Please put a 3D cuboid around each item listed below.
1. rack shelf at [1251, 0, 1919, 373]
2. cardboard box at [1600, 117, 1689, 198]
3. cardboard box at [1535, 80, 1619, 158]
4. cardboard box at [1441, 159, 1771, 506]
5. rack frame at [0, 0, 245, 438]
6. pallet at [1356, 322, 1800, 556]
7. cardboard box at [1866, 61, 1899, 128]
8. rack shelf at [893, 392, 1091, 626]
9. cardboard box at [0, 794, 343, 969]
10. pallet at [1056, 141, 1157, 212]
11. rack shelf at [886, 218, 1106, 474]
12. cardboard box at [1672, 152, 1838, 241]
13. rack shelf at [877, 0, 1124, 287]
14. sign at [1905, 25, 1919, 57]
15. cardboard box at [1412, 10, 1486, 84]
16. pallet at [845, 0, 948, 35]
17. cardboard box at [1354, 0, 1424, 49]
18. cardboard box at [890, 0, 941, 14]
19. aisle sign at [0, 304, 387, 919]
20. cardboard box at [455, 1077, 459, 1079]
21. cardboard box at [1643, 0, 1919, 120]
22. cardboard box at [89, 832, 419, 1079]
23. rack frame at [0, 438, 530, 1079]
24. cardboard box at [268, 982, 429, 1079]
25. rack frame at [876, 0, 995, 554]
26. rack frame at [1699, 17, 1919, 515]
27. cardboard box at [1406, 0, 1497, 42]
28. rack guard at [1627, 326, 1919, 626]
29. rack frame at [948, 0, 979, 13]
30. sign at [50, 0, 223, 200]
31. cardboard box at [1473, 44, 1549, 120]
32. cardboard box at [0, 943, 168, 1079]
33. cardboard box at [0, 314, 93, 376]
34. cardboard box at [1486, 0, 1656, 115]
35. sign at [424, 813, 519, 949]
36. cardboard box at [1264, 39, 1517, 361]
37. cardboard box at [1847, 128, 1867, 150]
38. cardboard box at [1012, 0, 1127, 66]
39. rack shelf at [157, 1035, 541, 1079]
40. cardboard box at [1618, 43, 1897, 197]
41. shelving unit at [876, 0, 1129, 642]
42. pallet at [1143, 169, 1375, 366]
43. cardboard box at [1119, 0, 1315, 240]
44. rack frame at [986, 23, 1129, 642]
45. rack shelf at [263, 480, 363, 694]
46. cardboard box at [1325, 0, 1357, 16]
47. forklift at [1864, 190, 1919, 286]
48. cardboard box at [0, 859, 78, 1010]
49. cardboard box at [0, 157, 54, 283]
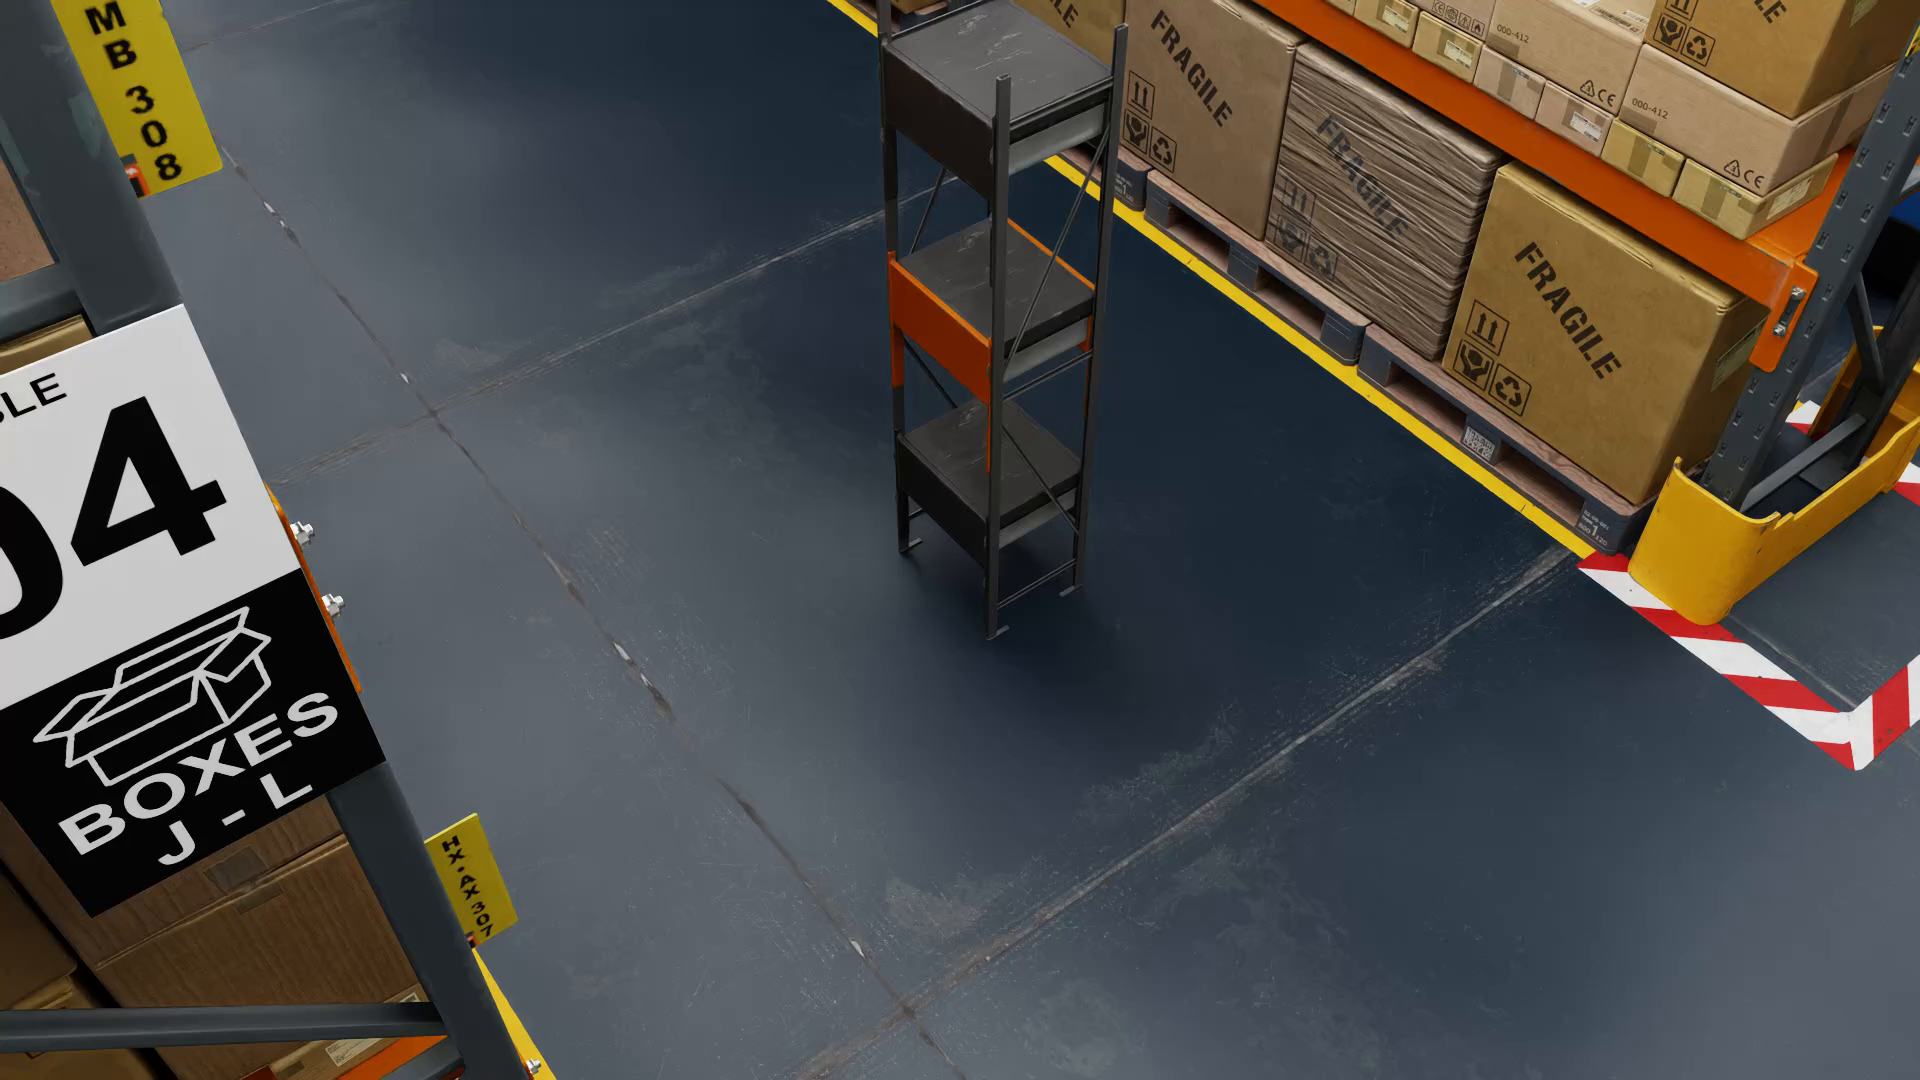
[{"bbox_3d":[1.587,-2.019,6.042,1.077,0.370,4.000,-29,54,-24],"label":"rack shelf"},{"bbox_3d":[2.161,-1.212,4.994,0.380,0.149,0.250,-29,54,-24],"label":"cardboard box"},{"bbox_3d":[2.009,-1.361,5.129,0.380,0.149,0.250,-29,54,-24],"label":"cardboard box"},{"bbox_3d":[2.347,-0.851,5.647,0.875,0.875,0.875,-29,54,-24],"label":"cardboard box"},{"bbox_3d":[-1.211,-0.931,0.520,1.000,3.000,0.127,-29,54,-24],"label":"rack frame"},{"bbox_3d":[2.251,-0.582,6.135,1.003,0.211,1.213,-29,54,-24],"label":"pallet"},{"bbox_3d":[2.722,-1.535,5.018,0.500,0.250,0.500,-31,55,-25],"label":"cardboard box"},{"bbox_3d":[0.100,-0.128,5.412,0.431,0.518,0.480,-29,54,-24],"label":"rack shelf"},{"bbox_3d":[-1.271,0.230,2.573,0.500,0.500,0.500,-30,54,-24],"label":"cardboard box"},{"bbox_3d":[0.774,-2.020,7.439,1.003,0.211,1.213,-29,54,-24],"label":"pallet"},{"bbox_3d":[0.100,-0.598,4.894,0.431,0.518,0.480,-29,54,-24],"label":"rack shelf"},{"bbox_3d":[2.320,-1.060,4.856,0.380,0.149,0.250,-28,54,-23],"label":"cardboard box"},{"bbox_3d":[0.100,-1.069,4.375,0.431,0.518,0.480,-29,54,-24],"label":"rack shelf"},{"bbox_3d":[2.357,-1.315,3.976,0.100,0.325,0.005,-29,54,-24],"label":"sign"},{"bbox_3d":[1.701,-1.661,5.401,0.380,0.149,0.250,-31,55,-25],"label":"cardboard box"},{"bbox_3d":[-0.151,-2.925,8.259,1.003,0.211,1.213,-29,54,-24],"label":"pallet"},{"bbox_3d":[1.543,-1.814,5.539,0.380,0.149,0.250,-29,54,-24],"label":"cardboard box"},{"bbox_3d":[-0.028,-3.236,7.810,1.225,0.875,0.875,-29,54,-24],"label":"cardboard box"},{"bbox_3d":[-0.928,0.119,1.863,0.394,0.787,0.004,-29,54,-24],"label":"aisle sign"},{"bbox_3d":[-1.258,1.239,3.841,0.380,0.149,0.250,-32,55,-26],"label":"cardboard box"},{"bbox_3d":[2.294,-1.553,4.527,0.500,0.500,0.500,-29,54,-24],"label":"cardboard box"},{"bbox_3d":[-1.263,0.561,2.948,0.500,0.500,0.500,-27,53,-22],"label":"cardboard box"},{"bbox_3d":[-1.211,1.084,2.743,1.000,3.000,0.127,-29,54,-24],"label":"rack frame"},{"bbox_3d":[-1.146,0.830,3.143,0.380,0.149,0.250,-30,54,-24],"label":"cardboard box"},{"bbox_3d":[-0.048,-0.752,5.014,0.400,2.100,0.015,-29,54,-24],"label":"rack frame"},{"bbox_3d":[2.798,-1.082,4.706,1.000,3.000,0.127,-29,54,-24],"label":"rack frame"},{"bbox_3d":[1.678,-1.897,5.346,0.500,0.250,0.500,-31,55,-25],"label":"cardboard box"},{"bbox_3d":[2.812,-0.228,5.619,1.175,0.500,0.348,-29,54,-24],"label":"rack guard"},{"bbox_3d":[0.376,-3.440,6.844,1.000,3.000,0.127,-29,54,-24],"label":"rack frame"},{"bbox_3d":[-0.779,-0.461,1.529,0.100,0.325,0.005,-29,54,-24],"label":"sign"},{"bbox_3d":[1.859,-1.509,5.263,0.380,0.149,0.250,-29,54,-23],"label":"cardboard box"},{"bbox_3d":[-1.688,0.801,2.731,0.500,0.500,0.500,-28,54,-23],"label":"cardboard box"},{"bbox_3d":[-1.279,-0.253,2.031,0.500,0.250,0.500,-28,53,-23],"label":"cardboard box"},{"bbox_3d":[1.987,-1.597,5.074,0.500,0.250,0.500,-30,55,-25],"label":"cardboard box"},{"bbox_3d":[-0.779,0.549,2.643,0.100,0.325,0.005,-29,54,-24],"label":"sign"},{"bbox_3d":[1.796,-1.387,6.134,0.875,0.875,0.875,-29,54,-24],"label":"cardboard box"},{"bbox_3d":[2.845,-1.355,5.123,0.380,0.149,0.250,-29,54,-24],"label":"cardboard box"},{"bbox_3d":[0.712,-2.443,7.091,0.875,0.875,0.875,-29,54,-24],"label":"cardboard box"},{"bbox_3d":[-2.422,0.146,4.079,1.077,0.370,4.000,-29,54,-24],"label":"rack shelf"},{"bbox_3d":[2.293,-1.298,4.803,0.500,0.250,0.500,-30,55,-25],"label":"cardboard box"},{"bbox_3d":[0.100,-0.608,4.884,0.431,2.100,0.503,-29,54,-24],"label":"shelving unit"},{"bbox_3d":[1.517,-1.300,6.786,1.003,0.211,1.213,-29,54,-24],"label":"pallet"},{"bbox_3d":[1.257,-1.912,6.609,0.875,0.875,0.875,-29,54,-24],"label":"cardboard box"},{"bbox_3d":[0.248,-0.464,4.753,0.400,2.100,0.015,-29,54,-24],"label":"rack frame"},{"bbox_3d":[-2.422,-0.862,2.967,1.077,0.370,4.000,-29,54,-24],"label":"rack shelf"},{"bbox_3d":[1.395,-1.961,5.673,0.380,0.149,0.250,-28,54,-23],"label":"cardboard box"},{"bbox_3d":[4.617,-2.880,6.383,3.031,2.935,1.130,-34,56,-27],"label":"forklift"},{"bbox_3d":[-1.686,0.456,2.369,0.500,0.500,0.500,-30,55,-25],"label":"cardboard box"},{"bbox_3d":[-1.276,-0.423,1.848,0.500,0.250,0.500,-29,54,-23],"label":"cardboard box"}]
